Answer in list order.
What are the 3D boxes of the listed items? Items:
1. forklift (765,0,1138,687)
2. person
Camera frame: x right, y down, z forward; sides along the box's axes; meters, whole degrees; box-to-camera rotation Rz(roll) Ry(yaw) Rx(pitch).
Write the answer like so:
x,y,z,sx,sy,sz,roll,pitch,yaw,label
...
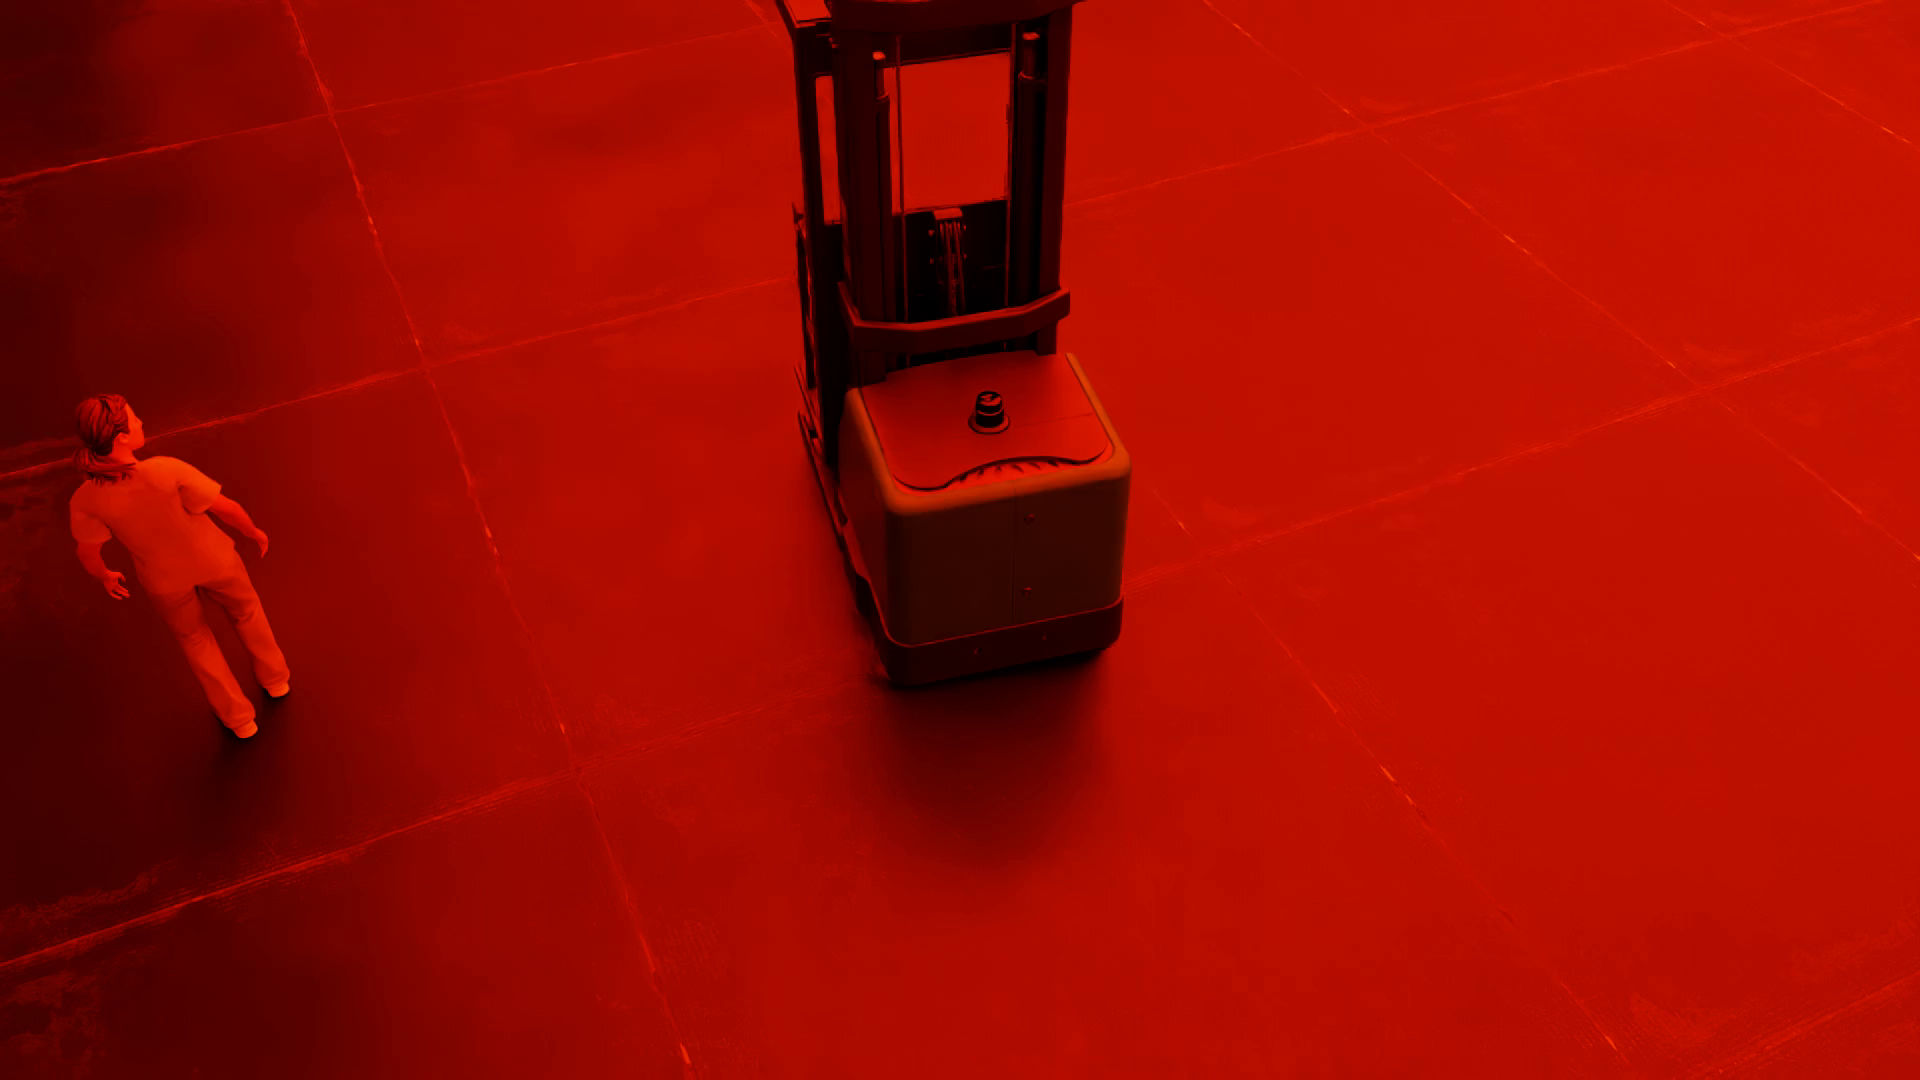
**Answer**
x,y,z,sx,sy,sz,roll,pitch,yaw,label
-0.205,-1.470,7.256,1.130,2.935,3.031,-12,44,-13,forklift
-3.049,0.076,6.531,0.632,1.661,0.468,-20,47,-21,person
